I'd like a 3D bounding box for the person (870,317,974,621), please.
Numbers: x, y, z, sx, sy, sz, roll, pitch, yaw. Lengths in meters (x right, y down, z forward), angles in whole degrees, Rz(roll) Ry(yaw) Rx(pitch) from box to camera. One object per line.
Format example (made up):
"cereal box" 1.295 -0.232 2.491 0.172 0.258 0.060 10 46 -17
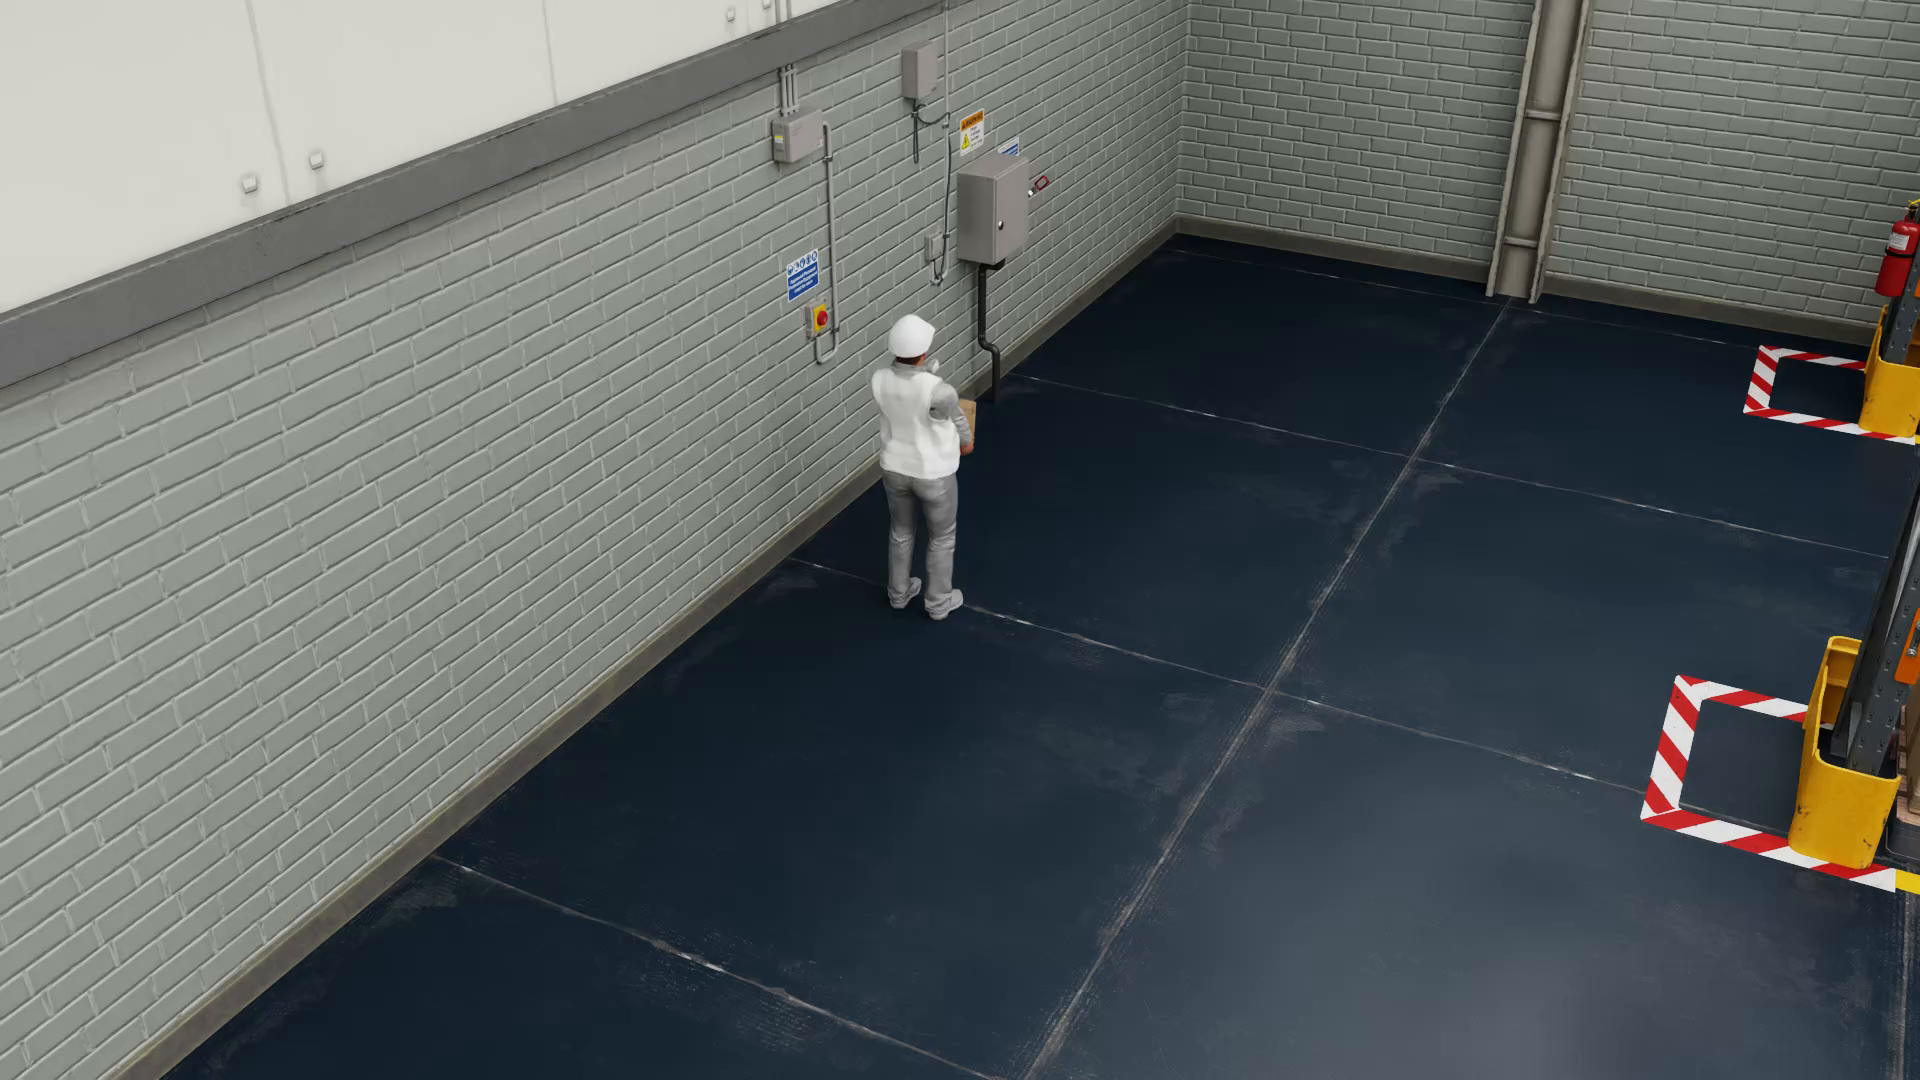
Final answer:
"person" -0.189 -0.435 9.034 0.494 1.762 0.562 15 33 24
